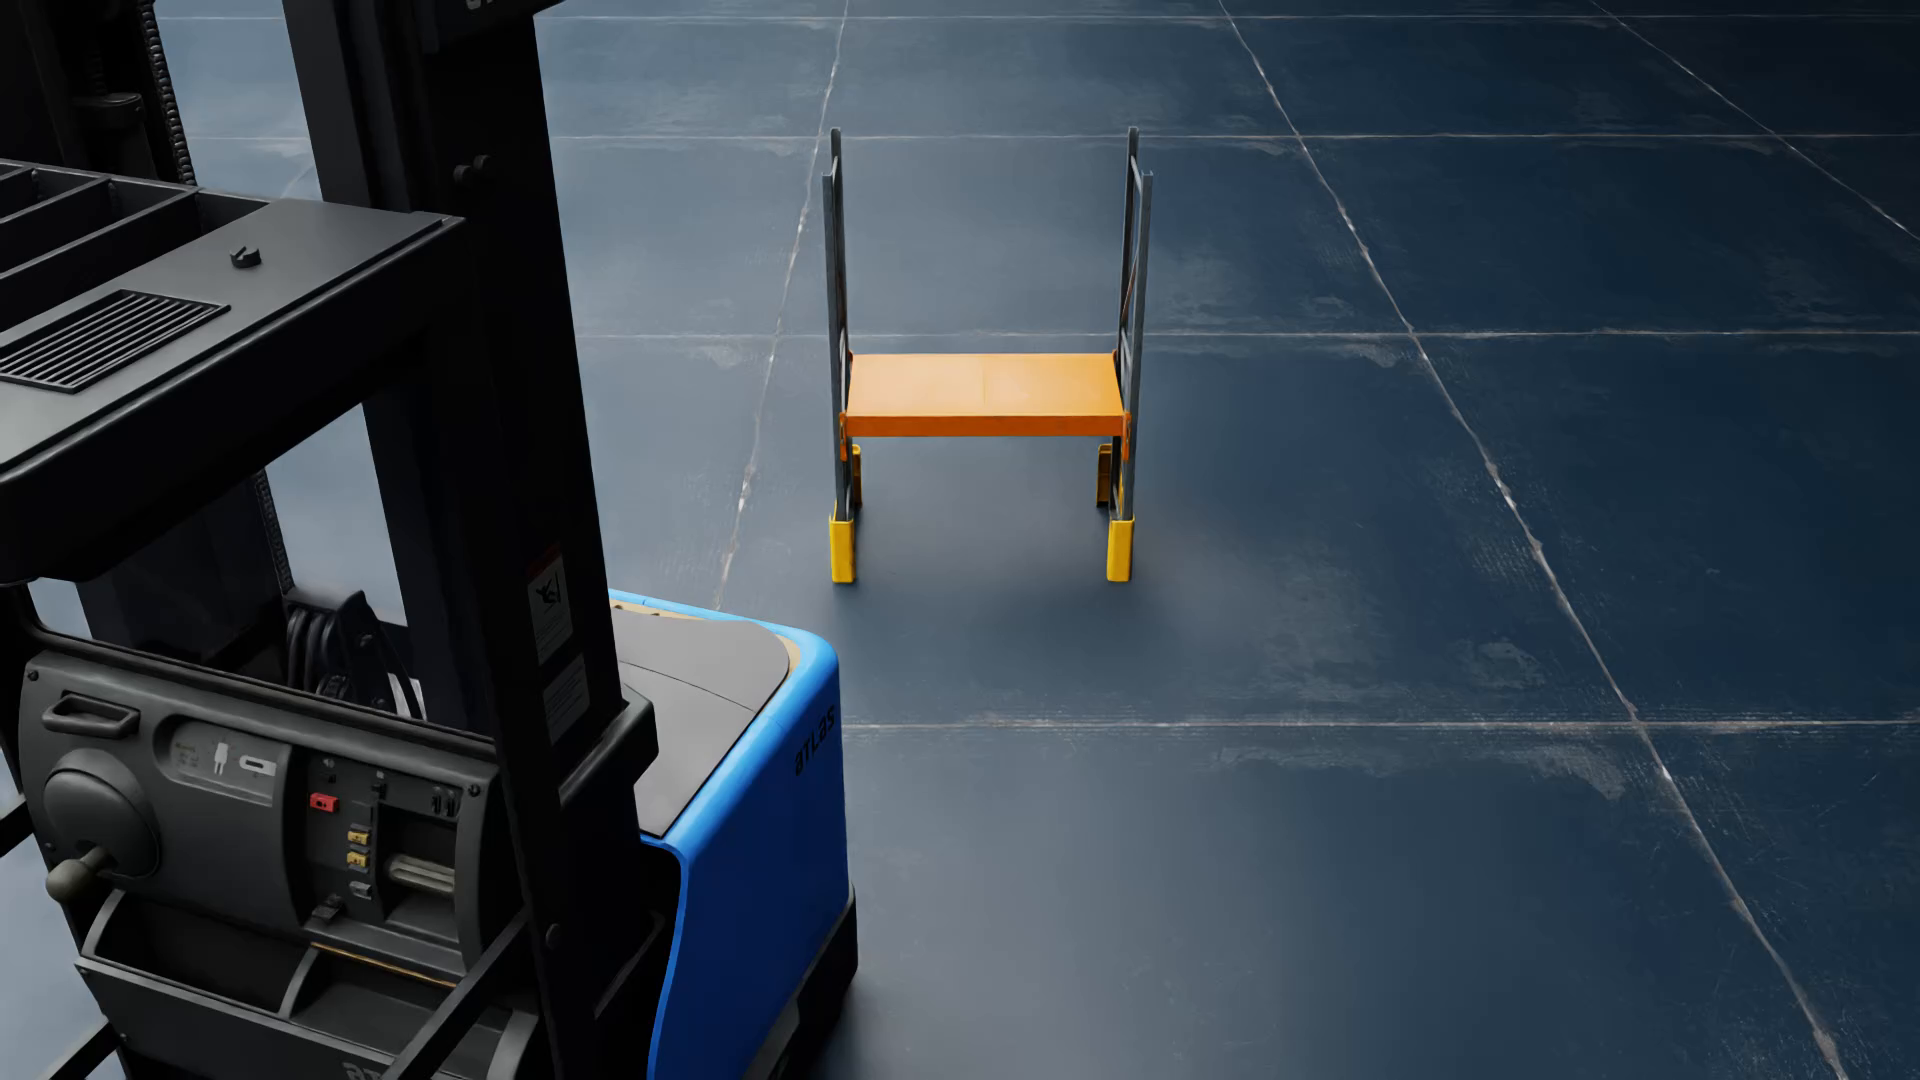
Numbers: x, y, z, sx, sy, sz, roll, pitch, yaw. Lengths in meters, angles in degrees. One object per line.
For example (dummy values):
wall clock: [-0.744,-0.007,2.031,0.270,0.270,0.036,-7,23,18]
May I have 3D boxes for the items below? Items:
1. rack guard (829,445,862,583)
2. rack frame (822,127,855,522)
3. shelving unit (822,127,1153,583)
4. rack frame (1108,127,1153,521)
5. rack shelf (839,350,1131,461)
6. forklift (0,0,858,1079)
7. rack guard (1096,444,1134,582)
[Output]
rack guard: [-0.422,-0.106,6.183,0.087,0.250,0.587,0,31,0]
rack frame: [-0.423,-0.640,5.859,0.032,1.500,0.500,0,31,0]
shelving unit: [0.076,-0.641,5.861,1.083,1.500,0.587,0,31,0]
rack frame: [0.594,-0.643,5.864,0.032,1.500,0.500,0,31,0]
rack shelf: [0.085,-0.488,5.955,1.000,0.185,0.538,0,31,0]
forklift: [-1.247,0.516,2.575,1.130,2.935,3.031,11,33,17]
rack guard: [0.574,-0.109,6.188,0.087,0.250,0.587,0,31,0]
